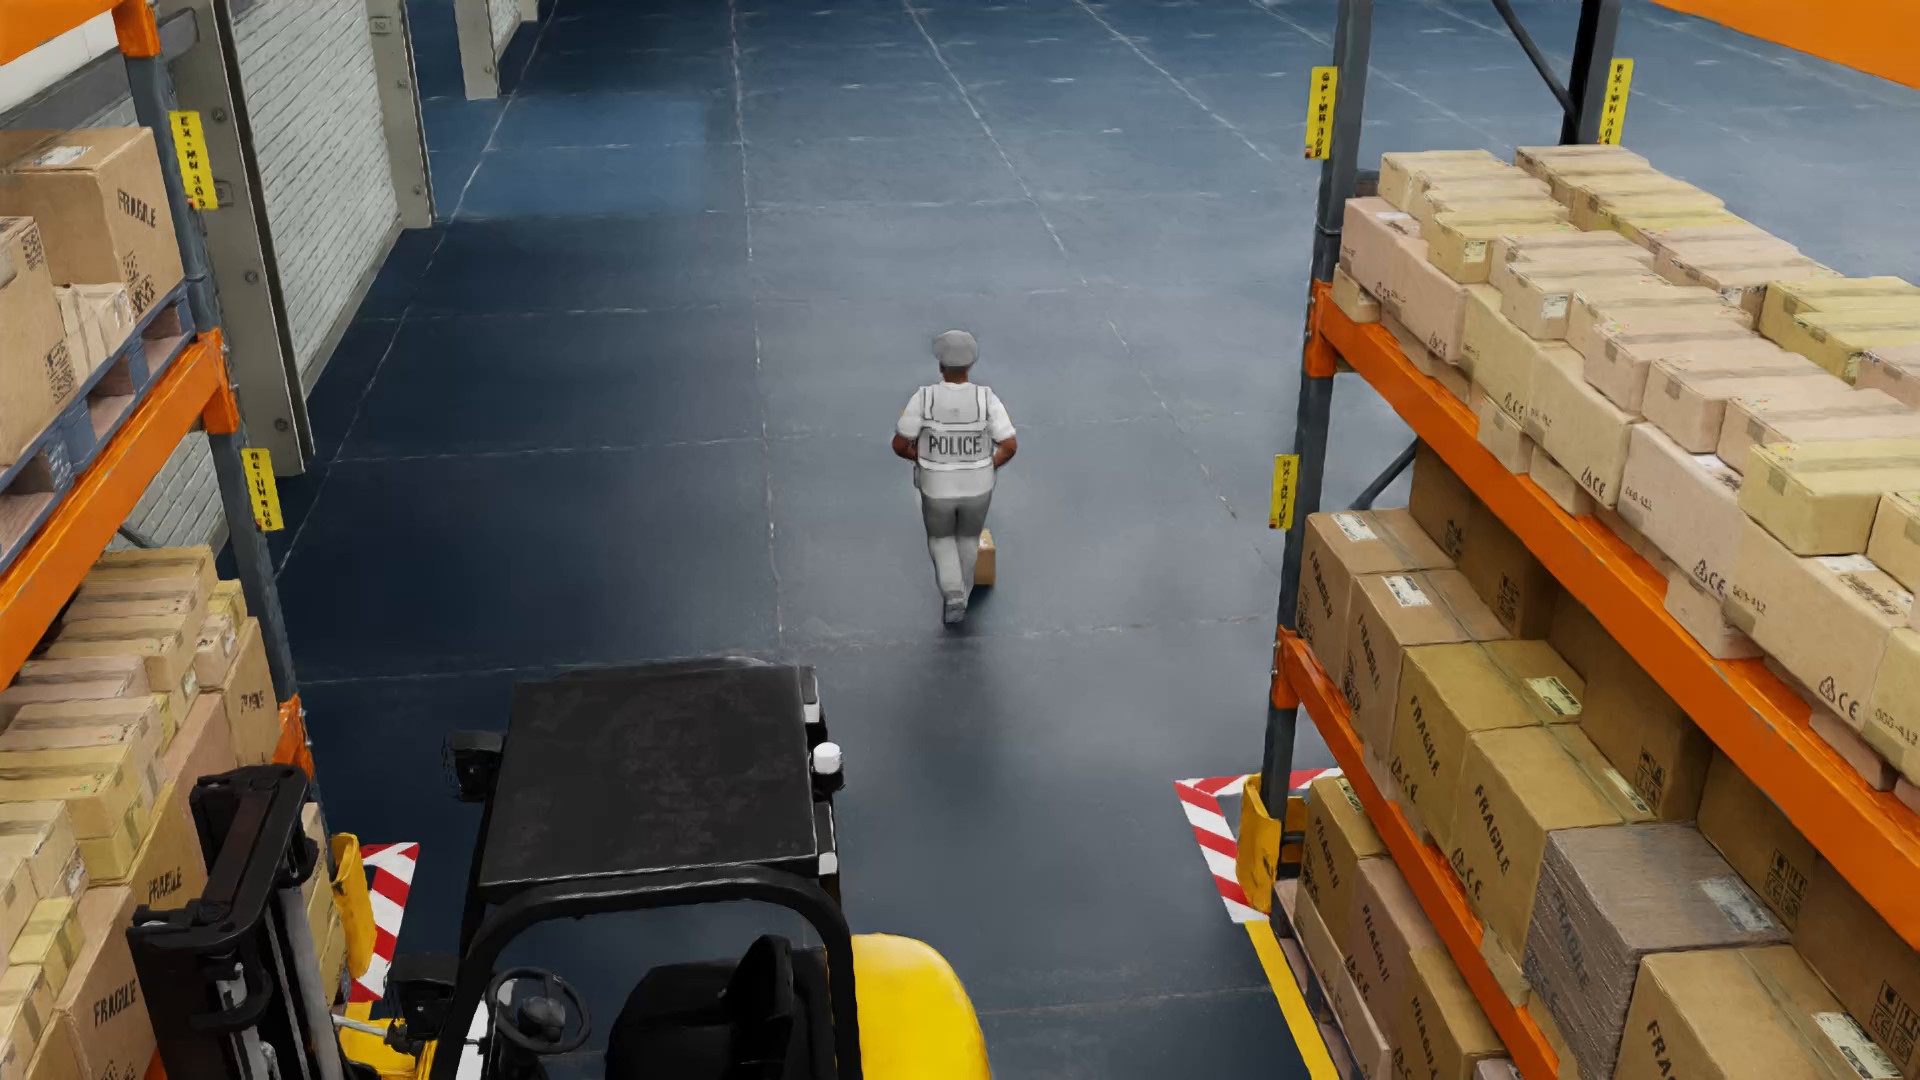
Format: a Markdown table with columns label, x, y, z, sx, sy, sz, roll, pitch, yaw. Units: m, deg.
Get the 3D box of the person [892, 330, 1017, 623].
| label | x | y | z | sx | sy | sz | roll | pitch | yaw |
| --- | --- | --- | --- | --- | --- | --- | --- | --- | --- |
| person | -0.034 | -0.320 | 9.234 | 0.678 | 1.749 | 0.639 | -1 | 27 | -2 |
